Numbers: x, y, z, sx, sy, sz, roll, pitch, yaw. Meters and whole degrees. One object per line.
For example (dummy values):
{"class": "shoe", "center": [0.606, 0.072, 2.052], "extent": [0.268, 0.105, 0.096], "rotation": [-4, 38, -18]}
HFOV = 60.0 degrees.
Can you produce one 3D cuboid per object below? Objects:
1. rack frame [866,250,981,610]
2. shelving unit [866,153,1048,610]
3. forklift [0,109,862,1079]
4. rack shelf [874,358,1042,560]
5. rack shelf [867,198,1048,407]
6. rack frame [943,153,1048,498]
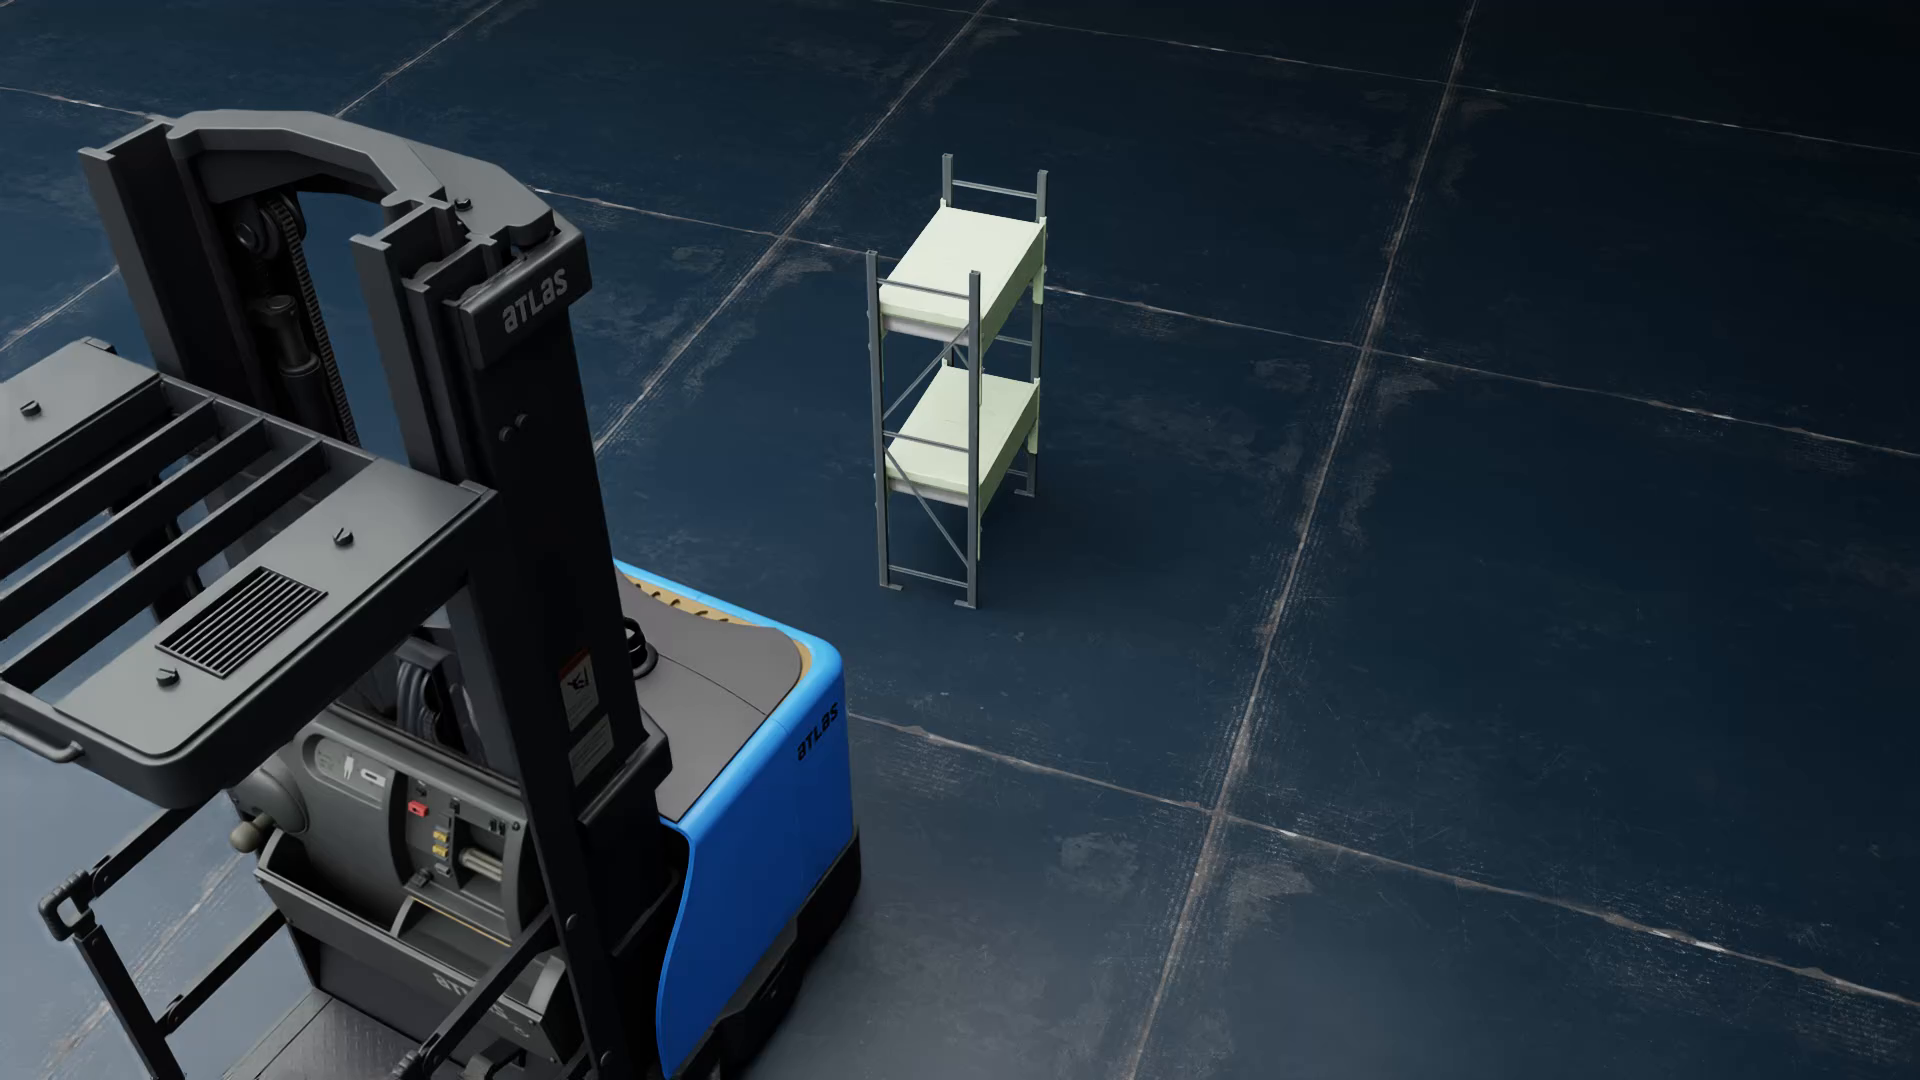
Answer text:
{"class": "rack frame", "center": [-0.123, -0.351, 6.006], "extent": [0.400, 1.500, 0.023], "rotation": [13, 42, 15]}
{"class": "shelving unit", "center": [0.002, -0.575, 6.268], "extent": [0.431, 1.500, 0.755], "rotation": [13, 42, 15]}
{"class": "forklift", "center": [-1.460, 0.701, 3.670], "extent": [1.130, 2.935, 3.031], "rotation": [19, 44, 21]}
{"class": "rack shelf", "center": [0.002, -0.327, 6.480], "extent": [0.431, 0.370, 0.720], "rotation": [13, 42, 15]}
{"class": "rack shelf", "center": [0.002, -0.872, 6.015], "extent": [0.431, 0.370, 0.720], "rotation": [13, 42, 15]}
{"class": "rack frame", "center": [0.127, -0.798, 6.530], "extent": [0.400, 1.500, 0.023], "rotation": [13, 42, 15]}
